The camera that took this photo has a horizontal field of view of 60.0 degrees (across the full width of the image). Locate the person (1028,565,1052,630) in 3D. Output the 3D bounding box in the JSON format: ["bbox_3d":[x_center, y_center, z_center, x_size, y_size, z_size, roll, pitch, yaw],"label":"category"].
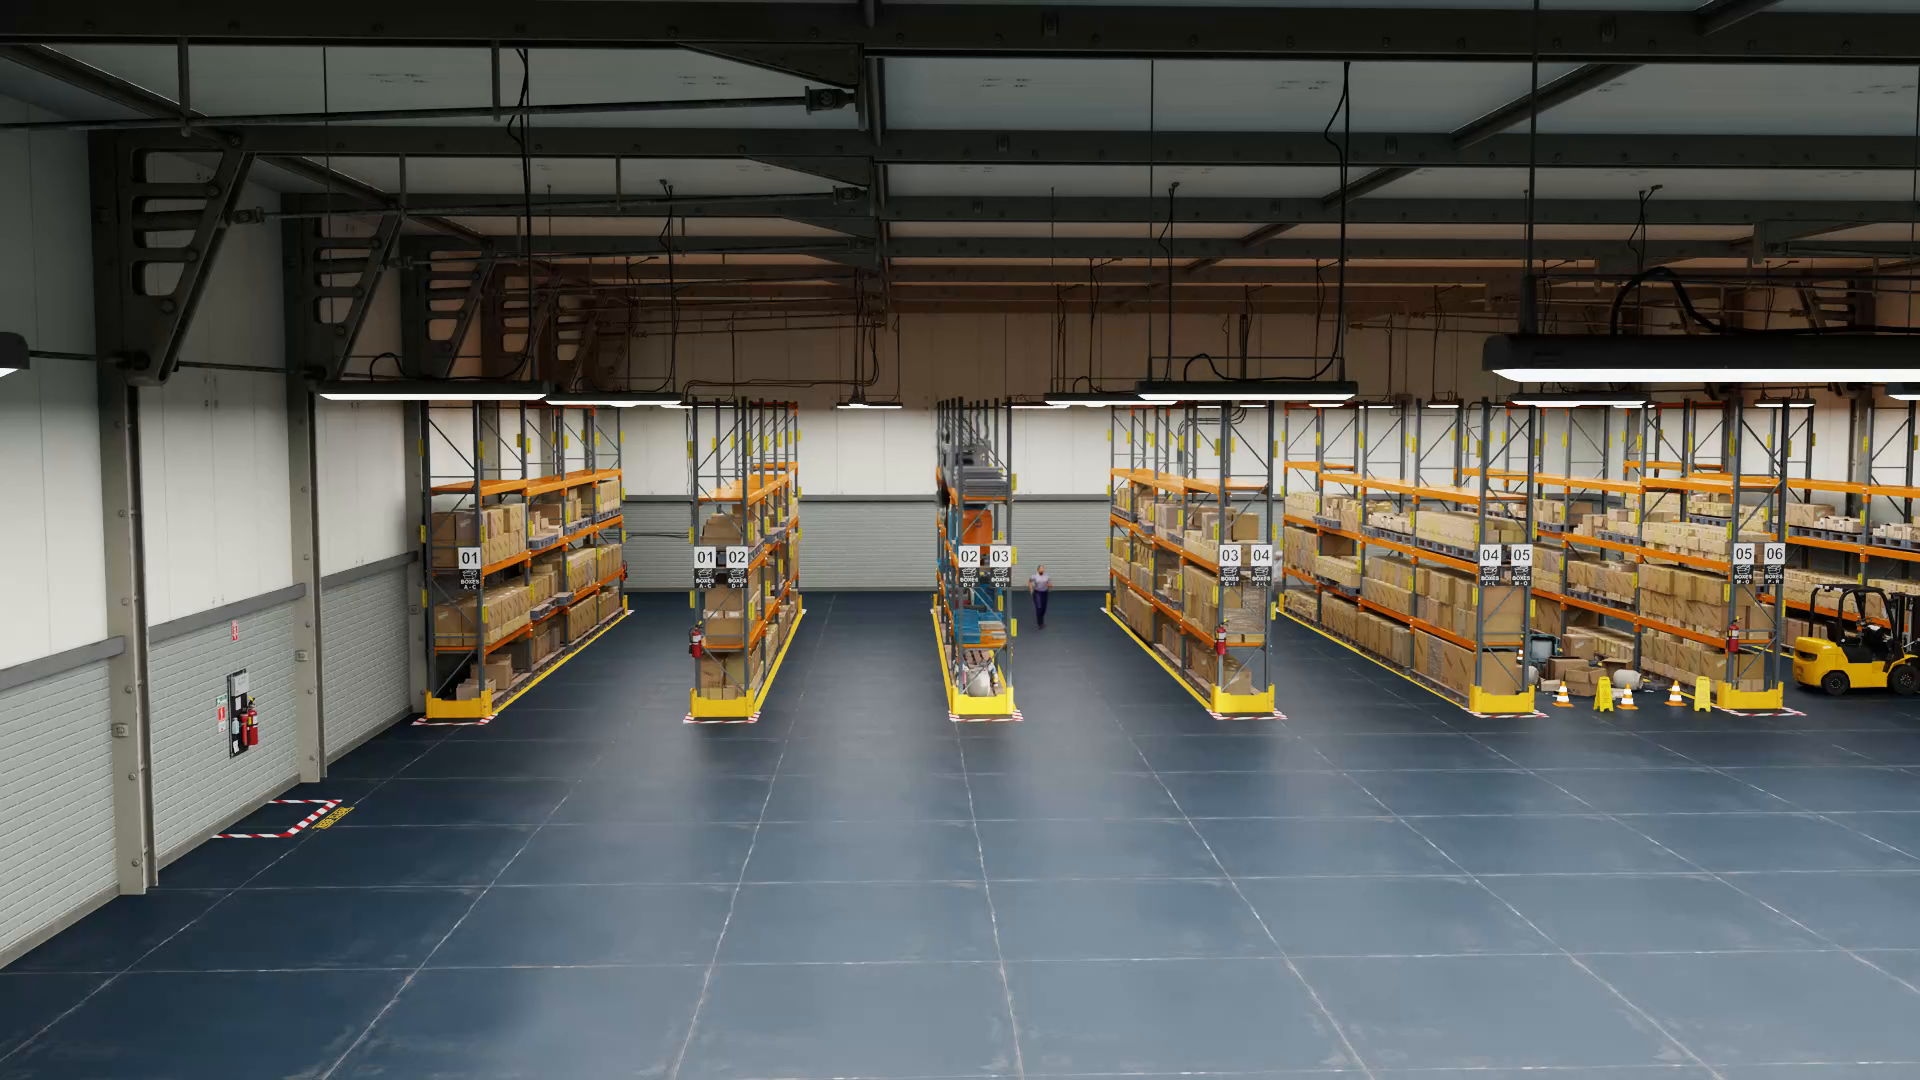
[{"bbox_3d":[2.141,1.491,43.978,0.595,1.667,0.885,-1,5,-16],"label":"person"}]

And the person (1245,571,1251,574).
[{"bbox_3d":[8.070,1.326,45.446,0.633,1.839,0.775,0,4,1],"label":"person"}]

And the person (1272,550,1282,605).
[{"bbox_3d":[9.300,1.113,49.044,0.502,1.648,0.810,0,4,-5],"label":"person"}]
